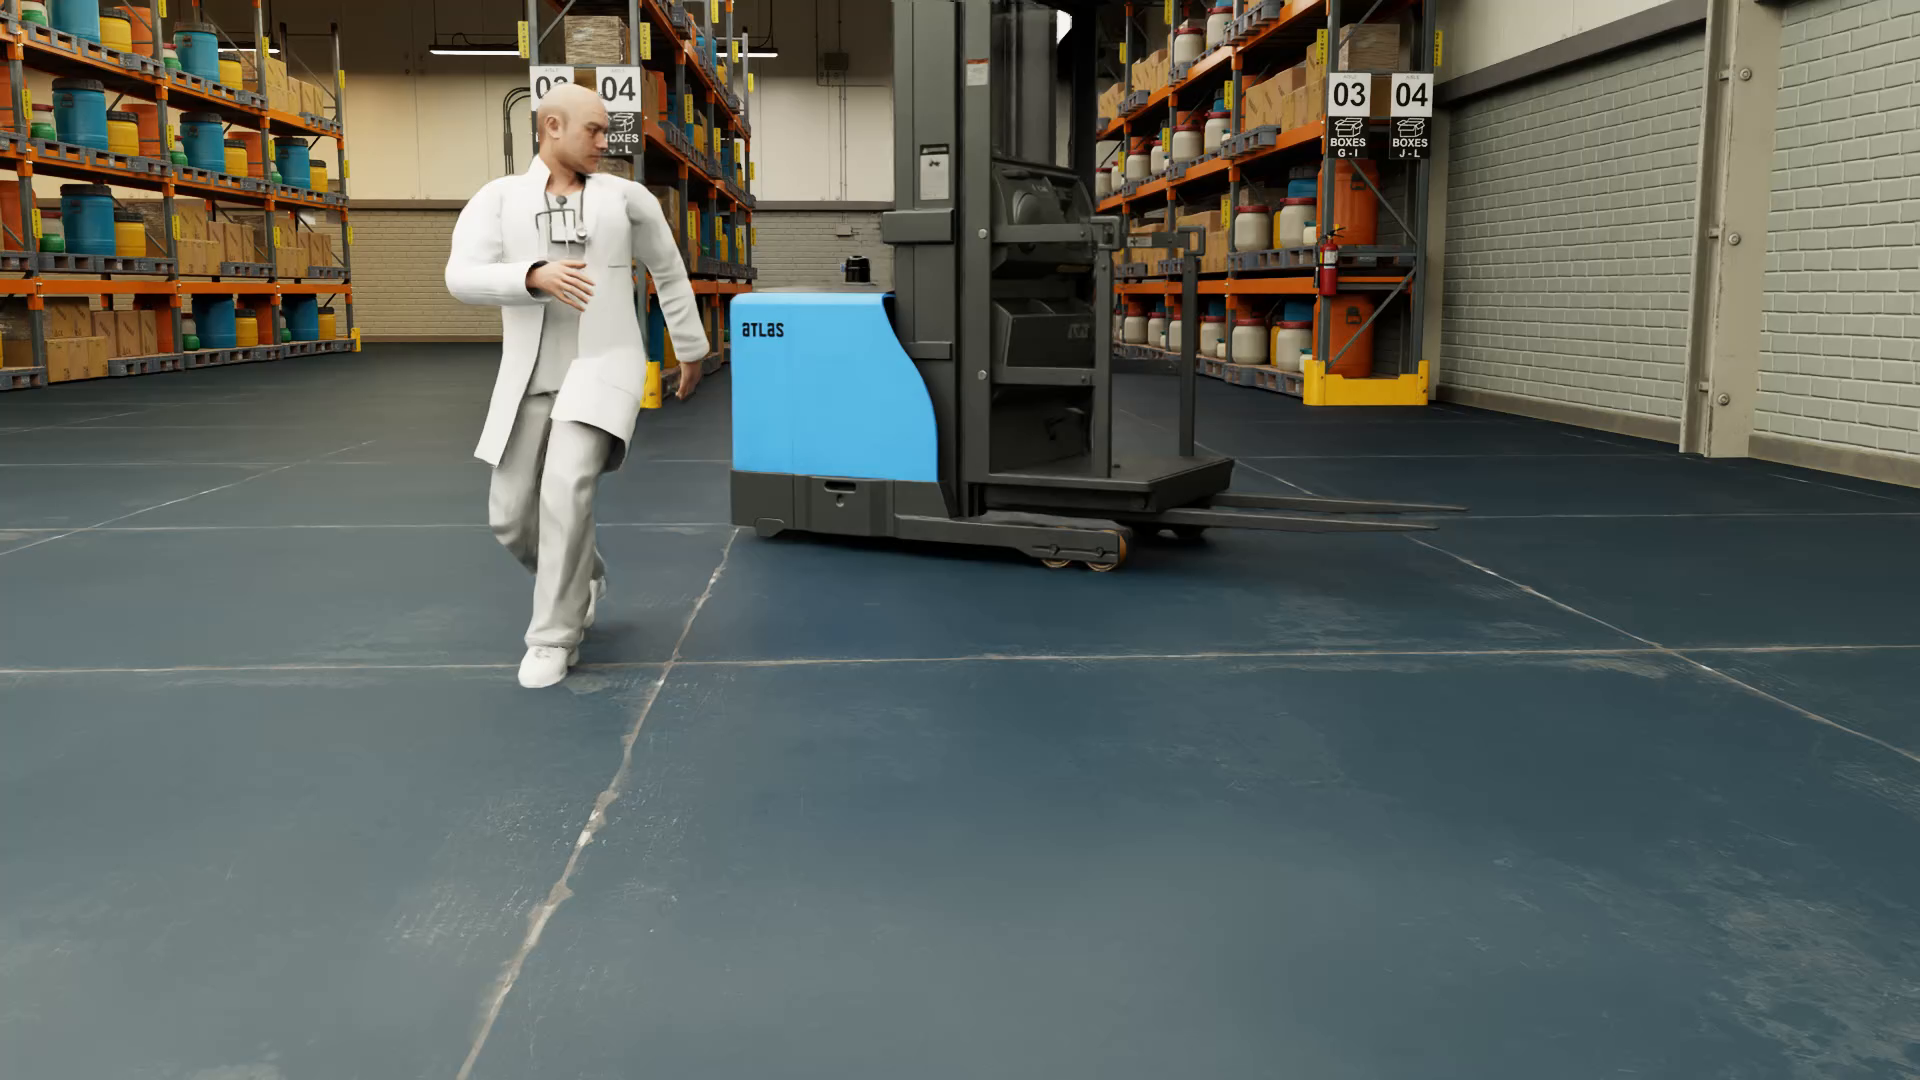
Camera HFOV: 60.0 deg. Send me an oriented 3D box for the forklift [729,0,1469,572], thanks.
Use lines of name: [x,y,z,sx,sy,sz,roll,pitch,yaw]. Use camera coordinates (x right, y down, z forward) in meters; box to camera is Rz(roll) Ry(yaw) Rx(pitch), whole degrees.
forklift: [0.540,-1.415,6.861,3.031,2.935,1.130,4,9,26]

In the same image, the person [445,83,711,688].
person: [-1.131,-0.480,4.906,0.635,1.692,0.936,1,8,4]
